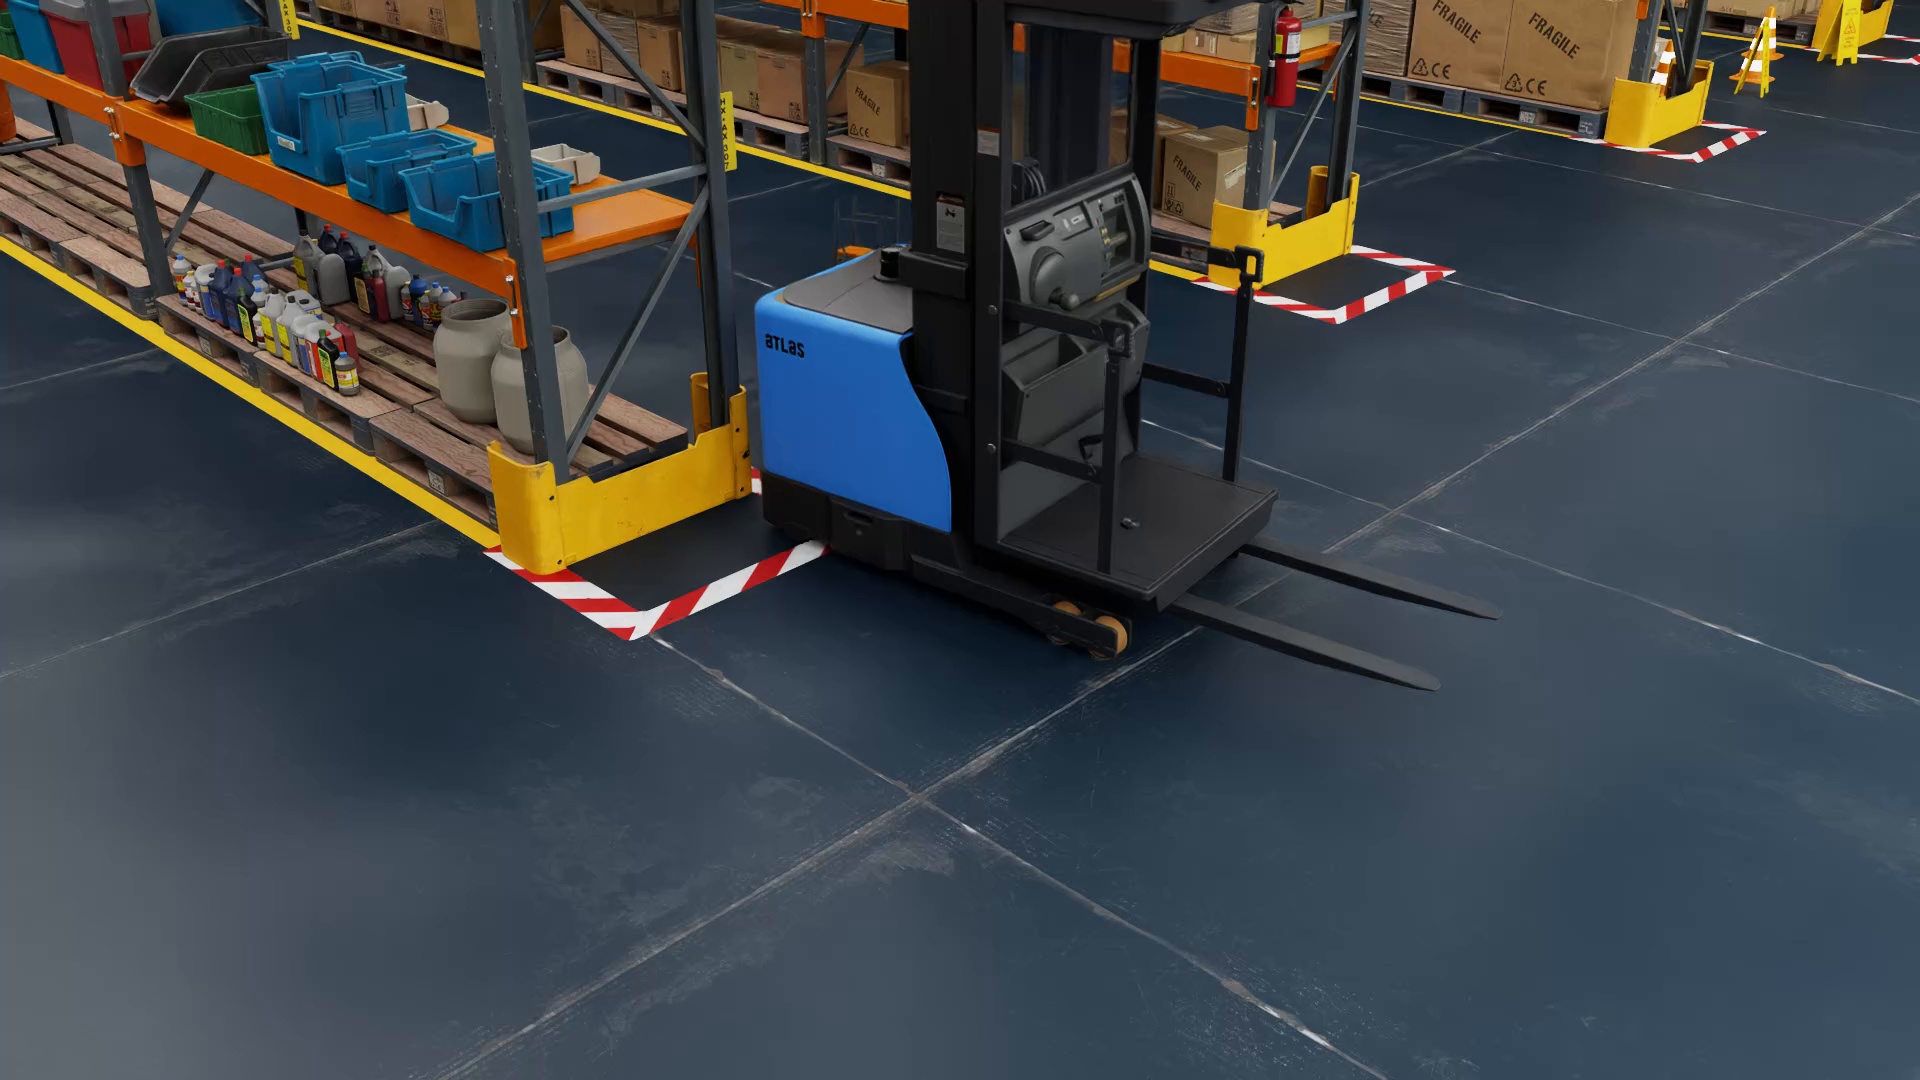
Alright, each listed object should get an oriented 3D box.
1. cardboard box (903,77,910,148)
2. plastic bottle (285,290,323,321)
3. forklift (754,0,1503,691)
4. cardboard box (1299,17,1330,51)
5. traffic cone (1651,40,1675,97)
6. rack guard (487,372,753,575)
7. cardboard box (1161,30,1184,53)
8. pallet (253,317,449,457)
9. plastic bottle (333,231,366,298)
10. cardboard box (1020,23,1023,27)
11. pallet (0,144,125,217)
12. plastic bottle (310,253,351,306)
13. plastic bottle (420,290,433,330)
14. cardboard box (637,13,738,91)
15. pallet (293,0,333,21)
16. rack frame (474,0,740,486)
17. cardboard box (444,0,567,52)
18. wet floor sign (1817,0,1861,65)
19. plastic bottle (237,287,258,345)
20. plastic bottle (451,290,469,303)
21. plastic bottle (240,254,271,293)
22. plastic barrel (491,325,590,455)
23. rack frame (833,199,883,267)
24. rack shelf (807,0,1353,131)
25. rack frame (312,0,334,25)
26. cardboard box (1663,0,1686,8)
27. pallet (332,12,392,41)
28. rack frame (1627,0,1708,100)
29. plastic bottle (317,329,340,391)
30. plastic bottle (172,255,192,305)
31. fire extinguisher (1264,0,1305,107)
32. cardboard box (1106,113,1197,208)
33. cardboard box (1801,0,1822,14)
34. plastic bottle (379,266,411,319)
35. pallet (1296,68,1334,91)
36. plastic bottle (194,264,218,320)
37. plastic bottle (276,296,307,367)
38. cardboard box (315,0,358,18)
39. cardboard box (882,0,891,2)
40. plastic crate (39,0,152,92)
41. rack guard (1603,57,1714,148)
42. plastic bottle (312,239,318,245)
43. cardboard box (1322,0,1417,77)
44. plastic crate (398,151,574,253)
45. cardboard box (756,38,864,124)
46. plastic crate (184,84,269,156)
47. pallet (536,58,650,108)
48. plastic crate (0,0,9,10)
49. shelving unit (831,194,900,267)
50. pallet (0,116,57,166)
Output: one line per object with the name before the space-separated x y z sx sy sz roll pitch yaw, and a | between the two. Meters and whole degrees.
cardboard box | -0.086 -3.108 12.173 0.500 0.500 0.500 -13 31 -24
plastic bottle | -3.421 -1.159 8.684 0.135 0.276 0.152 25 36 38
forklift | 0.624 -1.118 6.226 3.031 2.935 1.130 19 33 31
cardboard box | 2.060 -3.113 10.217 0.250 0.149 0.380 25 36 38
traffic cone | 6.262 -4.187 14.715 0.334 0.463 0.336 25 36 38
rack guard | -1.464 -0.311 7.304 0.348 0.500 1.175 25 36 38
cardboard box | 1.355 -3.111 10.214 0.250 0.149 0.380 25 36 38
pallet | -2.905 -0.848 8.636 1.213 0.211 1.003 25 36 38
plastic bottle | -3.431 -1.559 9.365 0.185 0.351 0.144 22 35 36
cardboard box | 0.604 -3.420 10.801 0.250 0.149 0.380 25 36 38
pallet | -6.556 -2.519 11.813 1.213 0.211 1.003 25 36 38
plastic bottle | -3.517 -1.468 9.273 0.135 0.276 0.152 25 36 38
plastic bottle | -2.838 -1.236 8.912 0.097 0.201 0.097 0 28 0
cardboard box | -2.304 -4.179 14.188 0.700 0.500 0.500 -22 35 -35
pallet | -6.949 -6.007 18.448 1.213 0.211 1.003 25 36 38
rack frame | -1.377 -1.408 6.705 0.127 3.000 1.000 25 36 38
cardboard box | -4.086 -5.140 15.633 0.875 0.875 1.225 23 35 36
wet floor sign | 8.429 -4.882 15.840 0.267 0.644 0.232 -13 30 -22
plastic bottle | -3.721 -1.175 8.708 0.061 0.283 0.133 -23 36 -37
plastic bottle | -2.600 -1.176 8.709 0.061 0.283 0.133 -25 36 -38
plastic bottle | -3.843 -1.382 9.030 0.185 0.351 0.144 25 36 38
plastic barrel | -1.900 -0.682 7.547 0.421 0.512 0.421 0 28 0
rack frame | -0.497 -0.977 7.772 0.240 1.200 0.006 11 21 20
rack shelf | 0.669 -3.386 11.240 4.000 0.370 1.077 25 36 38
rack frame | -6.461 -6.967 17.278 0.127 3.000 1.000 25 36 38
cardboard box | 7.537 -5.825 17.607 0.500 0.250 0.500 23 35 37
pallet | -5.858 -5.506 17.495 1.213 0.211 1.003 25 36 38
rack frame | 5.645 -4.665 12.899 0.127 3.000 1.000 25 36 38
plastic bottle | -3.090 -0.886 8.159 0.061 0.283 0.133 -24 36 -38
plastic bottle | -4.309 -1.451 9.245 0.097 0.271 0.097 0 28 0
fire extinguisher | 1.854 -2.827 9.487 0.183 0.674 0.296 25 36 38
cardboard box | 1.212 -2.524 11.062 0.500 0.500 0.500 -15 31 -27
cardboard box | 8.662 -5.665 17.303 0.500 0.250 0.500 24 36 38
plastic bottle | -3.088 -1.366 9.078 0.152 0.276 0.135 -25 36 -38
pallet | 3.280 -4.462 15.509 1.213 0.211 1.003 25 36 38
plastic bottle | -4.060 -1.357 9.061 0.152 0.276 0.135 -24 36 -37
plastic bottle | -3.374 -1.074 8.442 0.144 0.351 0.185 -24 36 -37
cardboard box | -5.991 -6.011 17.290 0.875 0.875 1.225 25 36 39
cardboard box | -0.447 -3.918 11.747 0.250 0.149 0.380 25 36 38
plastic crate | -4.789 -2.798 9.280 0.583 0.464 0.402 25 36 38
rack guard | 5.662 -3.551 13.466 0.348 0.500 1.175 25 36 38
plastic bottle | -3.752 -1.655 9.708 0.097 0.201 0.097 0 28 0
cardboard box | 3.838 -4.694 14.786 0.875 0.875 0.875 25 37 39
plastic crate | -1.944 -1.406 6.861 0.616 0.251 0.499 25 36 38
cardboard box | -1.179 -3.653 13.187 0.500 0.500 0.700 21 34 35
plastic crate | -3.459 -2.083 8.216 0.662 0.188 0.450 25 36 38
pallet | -3.053 -4.173 14.958 1.213 0.211 1.003 25 36 38
plastic crate | -6.144 -3.418 10.459 0.583 0.464 0.402 25 36 38
shelving unit | -0.461 -1.003 7.852 0.258 1.200 0.189 11 21 20
pallet | -7.673 -3.028 12.781 1.213 0.211 1.003 25 36 38
